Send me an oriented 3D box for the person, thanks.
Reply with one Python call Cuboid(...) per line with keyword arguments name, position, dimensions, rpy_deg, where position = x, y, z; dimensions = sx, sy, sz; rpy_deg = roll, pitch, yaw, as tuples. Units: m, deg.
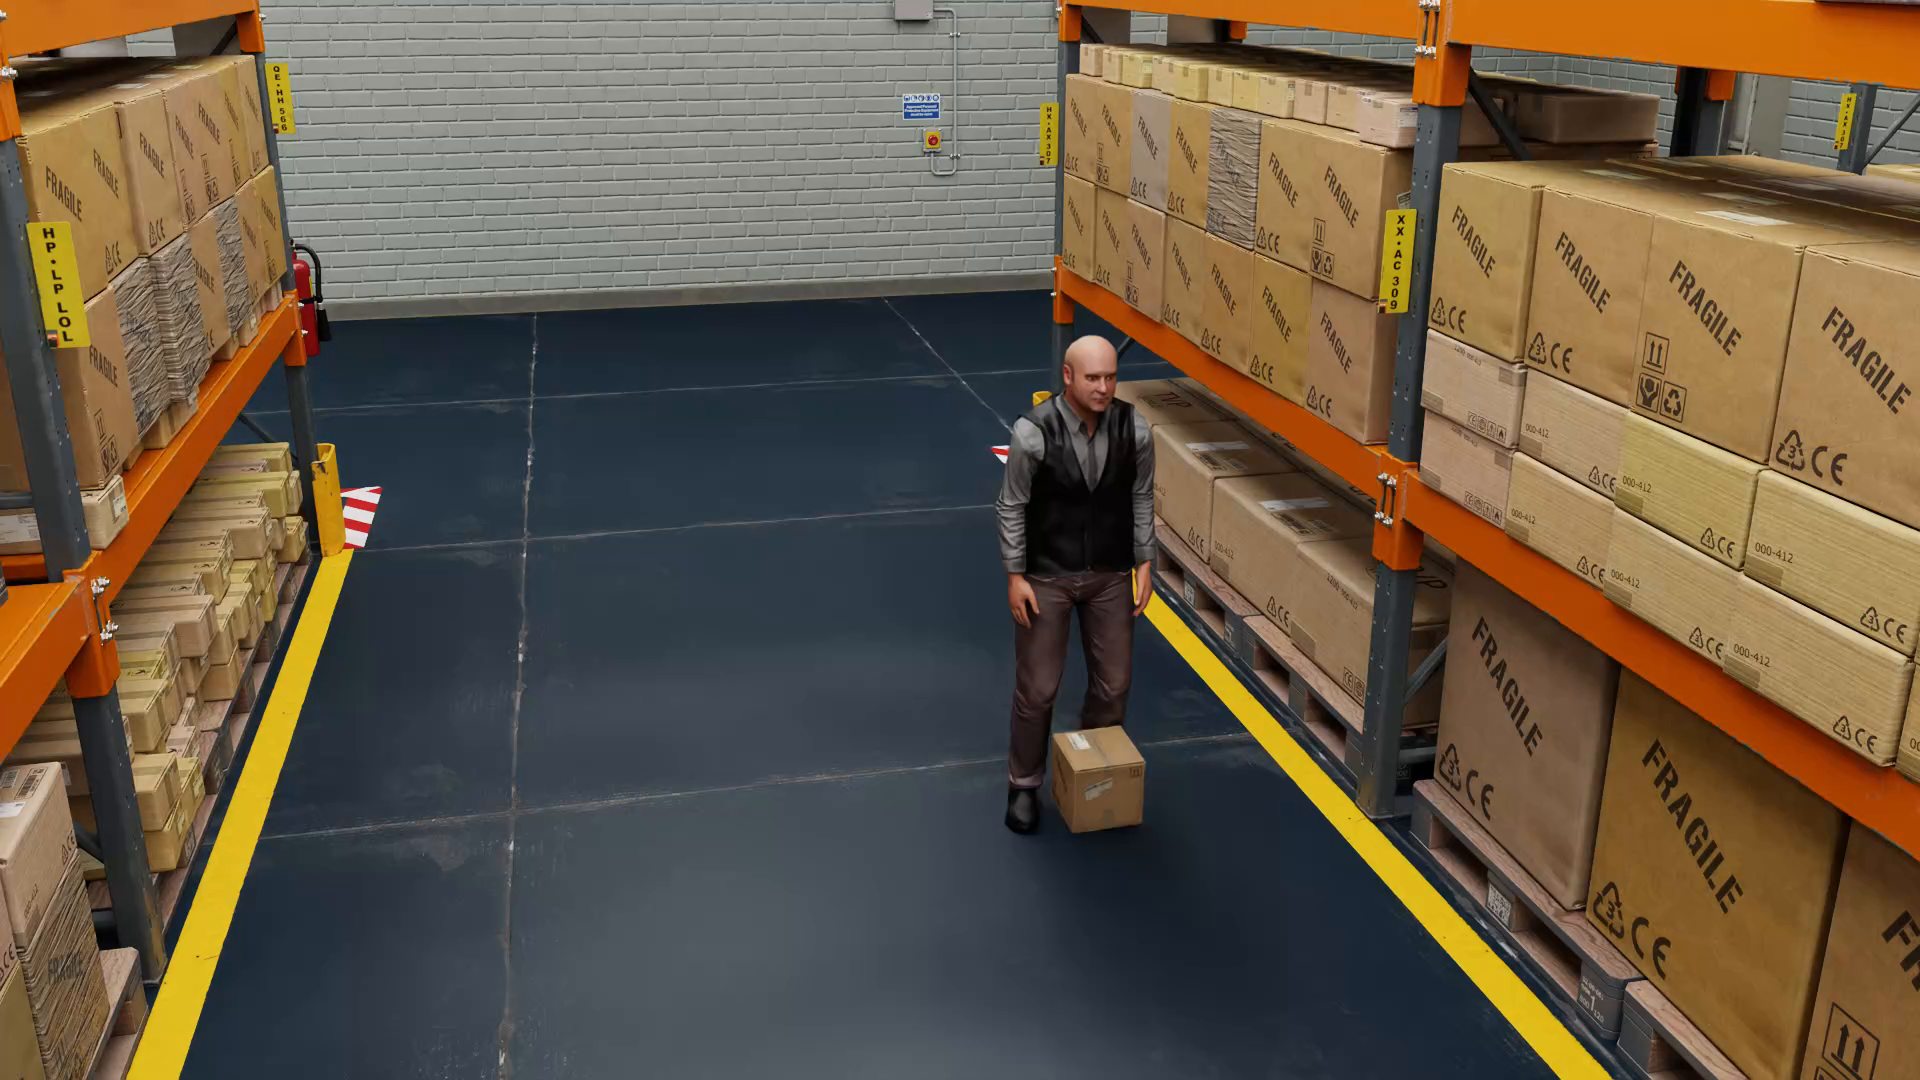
Cuboid(name="person", position=(0.400, 0.131, 5.735), dimensions=(0.570, 1.721, 0.424), rpy_deg=(-5, 20, -14))
